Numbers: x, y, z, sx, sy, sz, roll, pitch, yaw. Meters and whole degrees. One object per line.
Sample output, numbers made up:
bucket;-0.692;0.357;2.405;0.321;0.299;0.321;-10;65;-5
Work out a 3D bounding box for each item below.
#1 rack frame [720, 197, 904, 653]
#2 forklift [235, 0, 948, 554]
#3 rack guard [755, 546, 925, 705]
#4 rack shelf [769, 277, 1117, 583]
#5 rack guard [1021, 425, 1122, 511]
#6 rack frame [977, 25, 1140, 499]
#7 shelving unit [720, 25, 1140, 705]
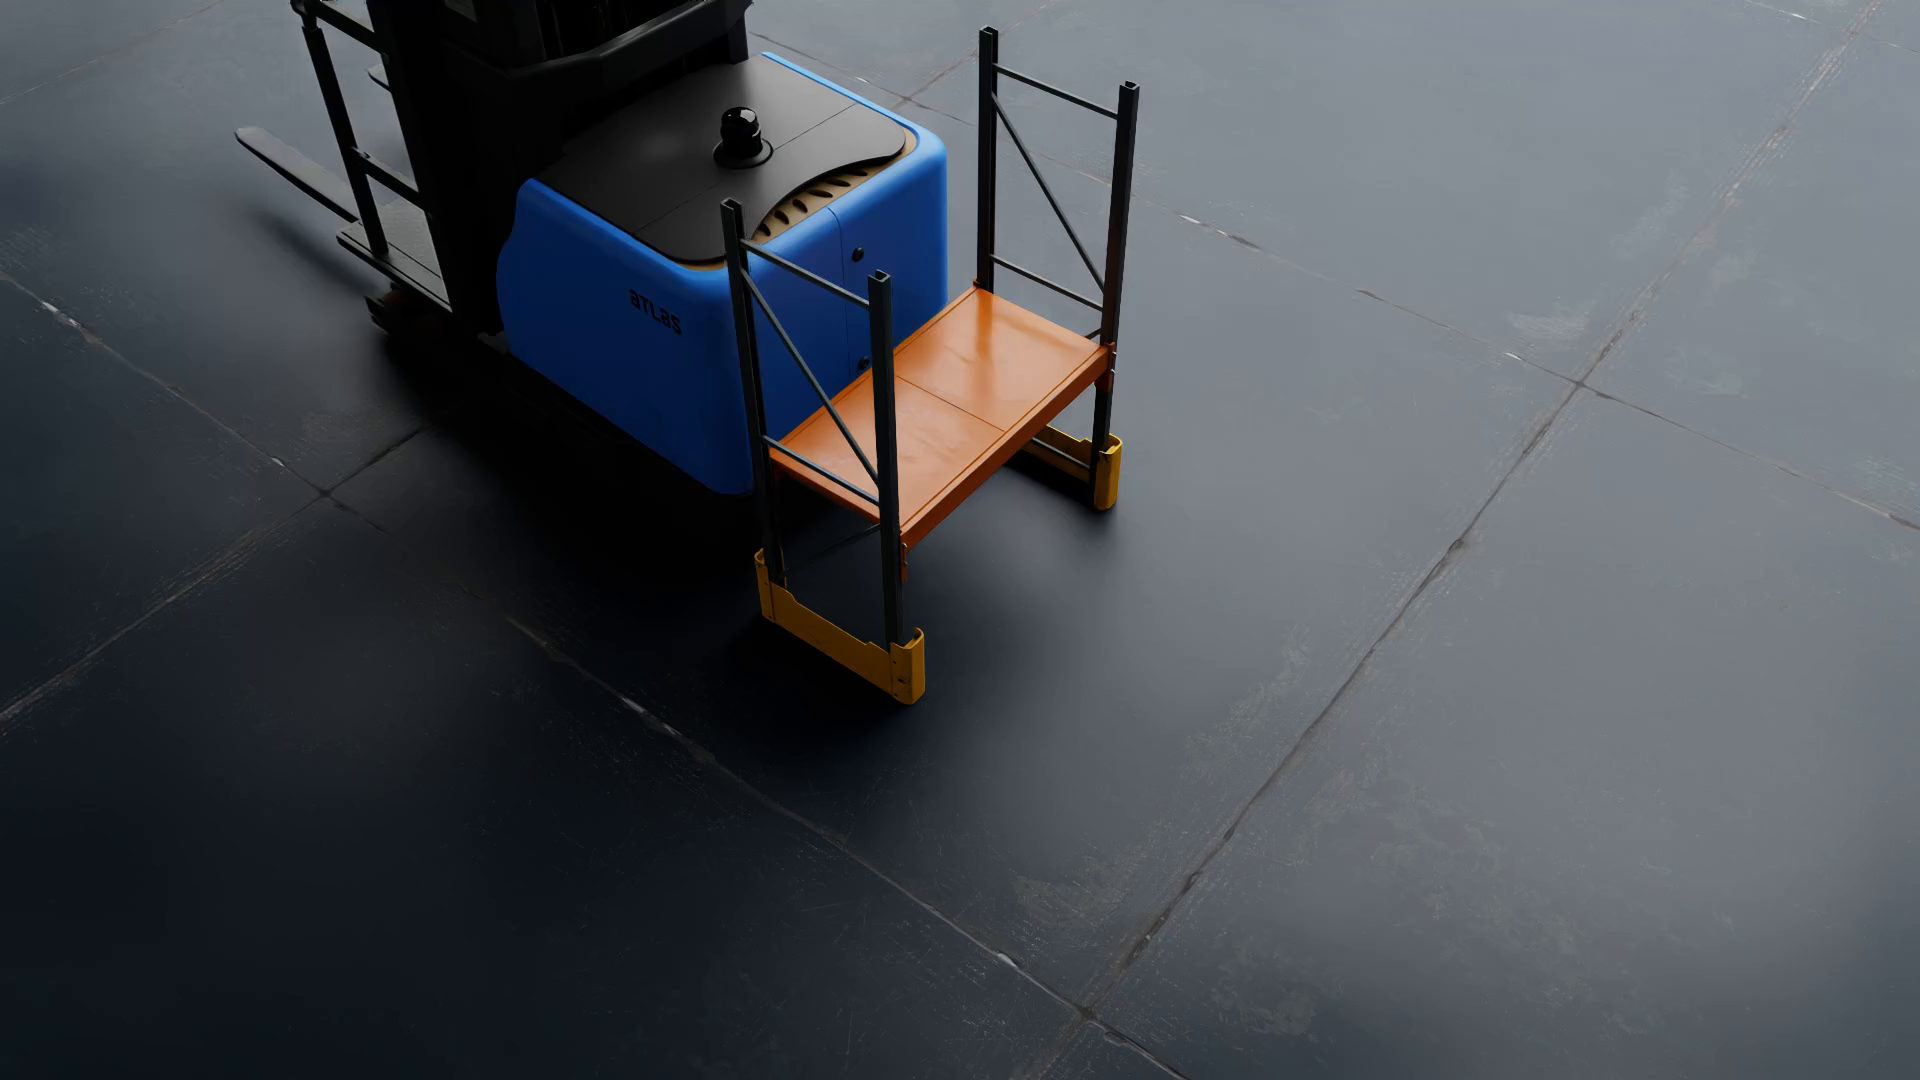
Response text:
rack frame;-0.363;-0.178;4.383;0.500;1.500;0.032;29;53;25
forklift;-1.461;-1.897;5.036;3.031;2.935;1.130;33;54;27
rack guard;-0.351;0.242;4.846;0.587;0.250;0.087;29;53;25
rack shelf;-0.052;-0.345;4.791;0.538;0.185;1.000;29;53;25
rack guard;0.258;-0.328;5.390;0.587;0.250;0.087;29;53;25
rack frame;0.259;-0.760;4.939;0.500;1.500;0.032;29;53;25
shelving unit;-0.047;-0.474;4.666;0.587;1.500;1.083;29;53;25
